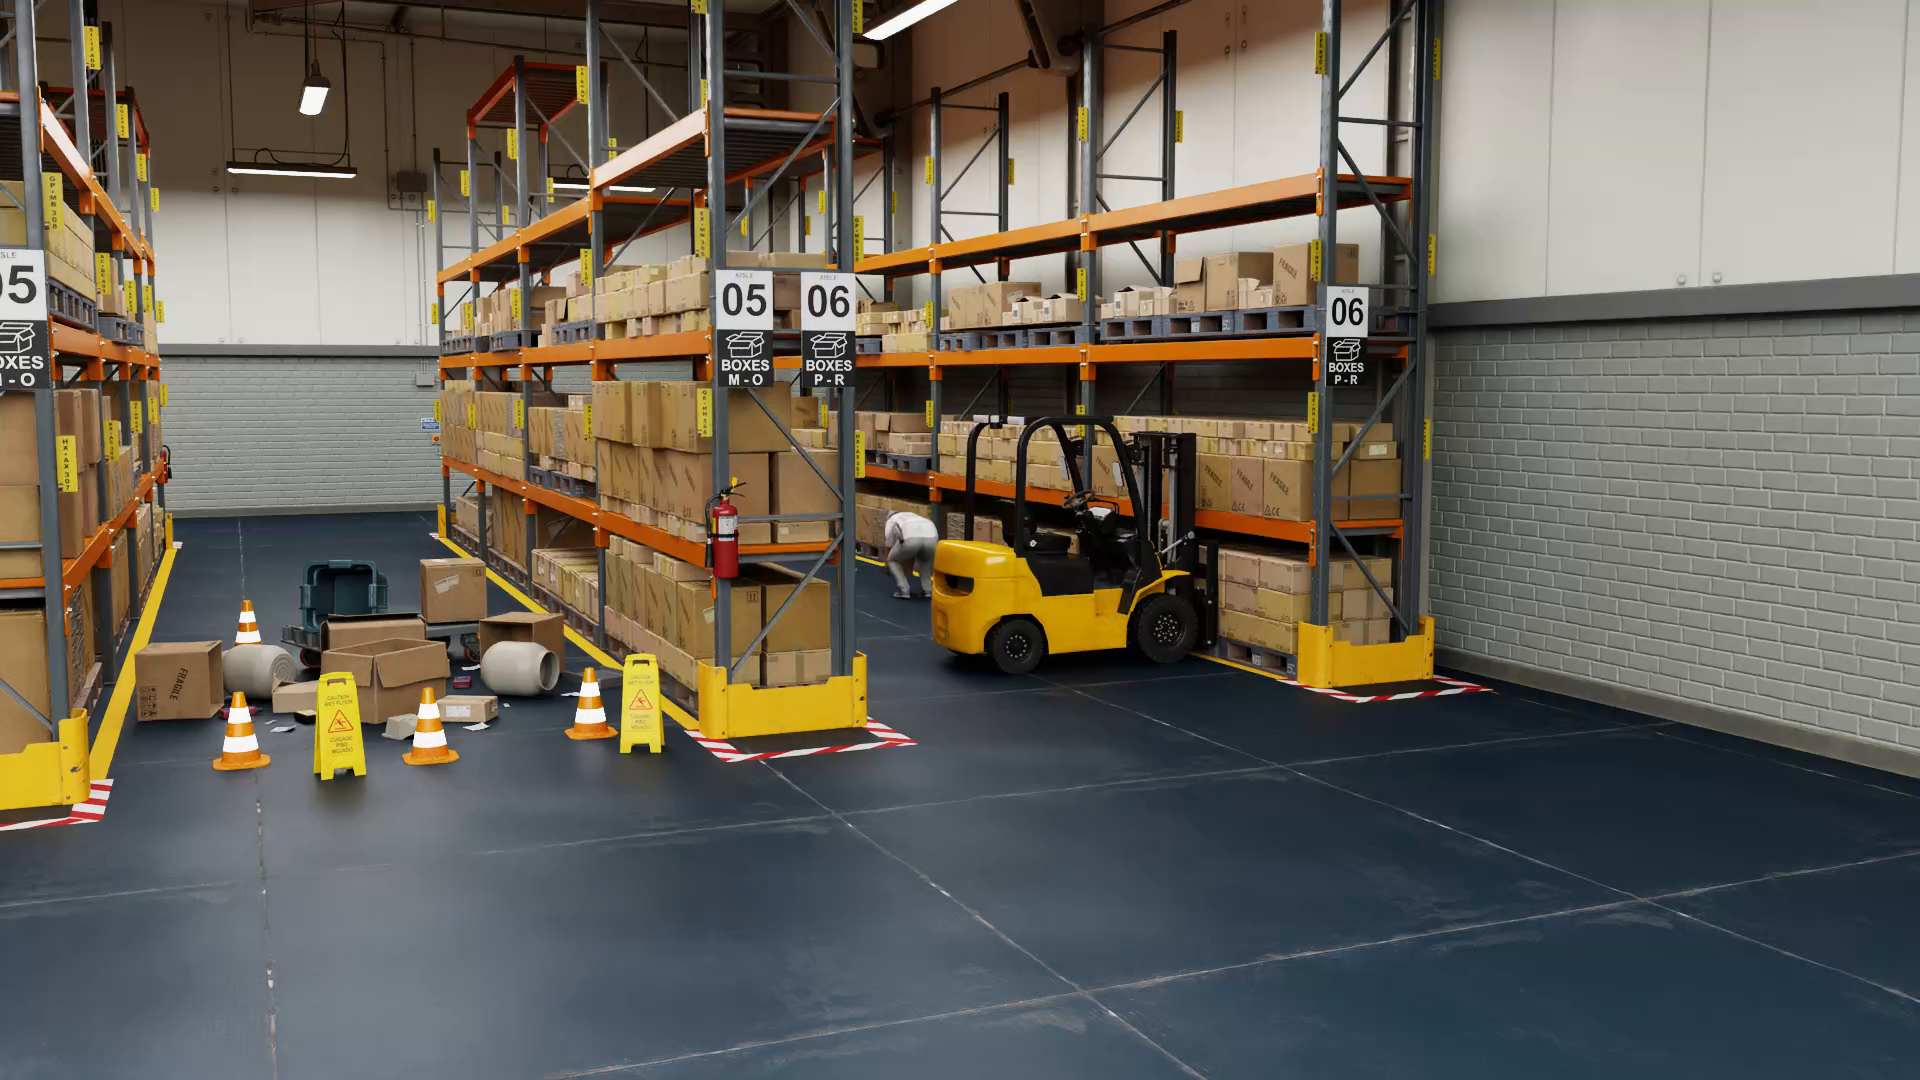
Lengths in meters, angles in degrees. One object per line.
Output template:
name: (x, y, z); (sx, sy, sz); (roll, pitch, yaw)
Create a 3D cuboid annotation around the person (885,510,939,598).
person: (-0.588, 0.163, 18.977); (0.521, 0.966, 0.935); (-3, 6, -25)
